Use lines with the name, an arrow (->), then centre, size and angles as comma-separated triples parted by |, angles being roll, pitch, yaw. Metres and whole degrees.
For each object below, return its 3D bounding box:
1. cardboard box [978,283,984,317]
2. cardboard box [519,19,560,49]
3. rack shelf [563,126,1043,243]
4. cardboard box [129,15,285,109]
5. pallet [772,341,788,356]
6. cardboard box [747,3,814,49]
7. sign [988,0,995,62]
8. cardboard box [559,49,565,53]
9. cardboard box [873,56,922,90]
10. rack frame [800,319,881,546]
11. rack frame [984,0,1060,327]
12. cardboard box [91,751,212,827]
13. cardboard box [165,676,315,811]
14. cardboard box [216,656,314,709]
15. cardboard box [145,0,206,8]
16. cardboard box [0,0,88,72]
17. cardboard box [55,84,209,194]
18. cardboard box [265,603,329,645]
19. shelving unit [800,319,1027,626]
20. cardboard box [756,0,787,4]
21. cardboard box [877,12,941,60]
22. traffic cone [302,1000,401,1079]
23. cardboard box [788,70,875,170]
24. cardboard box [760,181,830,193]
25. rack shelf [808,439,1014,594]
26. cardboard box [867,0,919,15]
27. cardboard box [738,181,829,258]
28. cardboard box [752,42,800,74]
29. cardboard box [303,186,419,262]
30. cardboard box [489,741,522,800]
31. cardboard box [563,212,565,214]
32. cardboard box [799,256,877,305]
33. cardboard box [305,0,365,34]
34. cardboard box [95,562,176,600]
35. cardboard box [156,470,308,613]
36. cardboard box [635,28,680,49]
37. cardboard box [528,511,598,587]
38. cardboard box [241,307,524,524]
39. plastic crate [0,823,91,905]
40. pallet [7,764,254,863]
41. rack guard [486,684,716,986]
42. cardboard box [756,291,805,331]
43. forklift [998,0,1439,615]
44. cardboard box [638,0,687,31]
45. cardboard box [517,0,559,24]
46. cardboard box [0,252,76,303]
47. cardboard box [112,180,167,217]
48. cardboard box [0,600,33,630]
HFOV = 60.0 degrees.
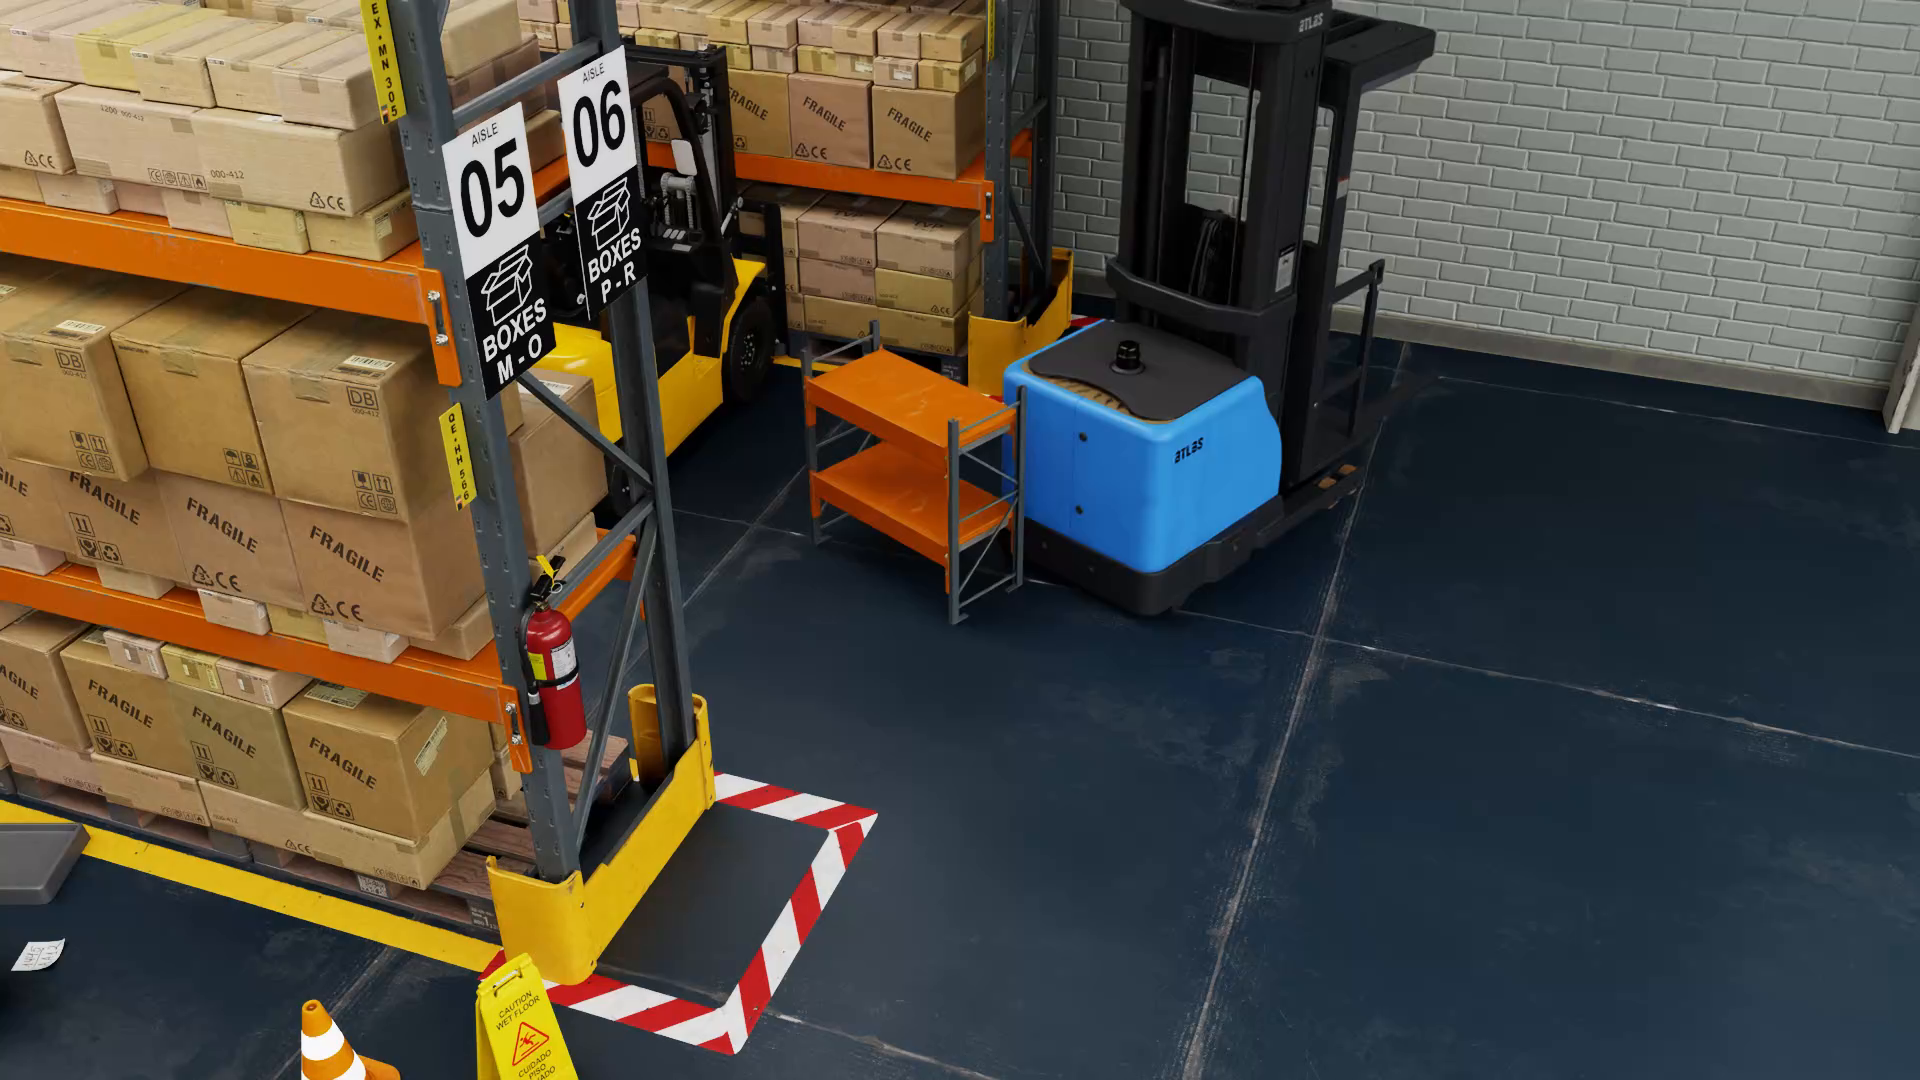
cardboard box -> -0.030, -1.655, 10.696 | 0.500, 0.250, 0.500 | 11, 34, 17
cardboard box -> -2.482, -3.135, 10.150 | 0.250, 0.149, 0.380 | 12, 35, 18
rack shelf -> -1.517, -2.508, 10.532 | 4.000, 0.370, 1.077 | 11, 34, 16
cardboard box -> -2.199, -1.414, 4.906 | 0.250, 0.149, 0.380 | 11, 34, 16
pallet -> -1.512, -1.616, 11.057 | 1.213, 0.211, 1.003 | 11, 34, 16
cardboard box -> -1.032, -2.980, 9.635 | 0.250, 0.149, 0.380 | 12, 35, 18
sign -> 0.170, -2.756, 8.967 | 0.005, 0.325, 0.100 | 11, 34, 16
cardboard box -> -2.097, -2.825, 10.268 | 0.500, 0.500, 0.500 | 11, 34, 16
cardboard box -> -0.305, -2.711, 9.493 | 0.250, 0.149, 0.380 | 12, 35, 17
rack frame -> -0.593, -0.545, 8.557 | 0.032, 1.125, 0.500 | 28, 42, 36
rack frame -> 0.366, -2.444, 9.770 | 0.127, 3.000, 1.000 | 11, 34, 16
cardboard box -> -3.136, 0.867, 6.789 | 0.500, 0.250, 0.500 | 10, 34, 15
cardboard box -> -2.639, 0.647, 6.438 | 0.500, 0.500, 0.500 | 12, 35, 18
cardboard box -> -2.515, 0.436, 6.168 | 0.250, 0.149, 0.380 | 12, 35, 18
cardboard box -> -2.504, -1.763, 5.447 | 0.250, 0.149, 0.380 | 11, 34, 16
cardboard box -> -2.886, -1.596, 5.188 | 0.250, 0.149, 0.380 | 10, 34, 15
cardboard box -> -2.346, -1.287, 5.076 | 0.500, 0.250, 0.500 | 11, 34, 16
cardboard box -> -2.239, 0.190, 5.922 | 0.250, 0.149, 0.380 | 10, 34, 16
shelving unit -> -0.232, -0.351, 8.257 | 1.048, 1.125, 0.538 | 28, 42, 36
cardboard box -> -1.064, -3.347, 10.204 | 0.250, 0.149, 0.380 | 10, 34, 15
cardboard box -> -0.285, -2.871, 9.467 | 0.250, 0.149, 0.380 | 11, 34, 17
traffic cone -> -2.145, 1.737, 5.633 | 0.334, 0.463, 0.336 | 11, 34, 16
cardboard box -> -0.671, -2.542, 9.829 | 0.500, 0.500, 0.500 | 12, 35, 18
cardboard box -> -0.961, -2.257, 10.706 | 0.500, 0.250, 0.500 | 11, 34, 16
rack shelf -> -0.232, -0.146, 8.389 | 1.000, 0.278, 0.538 | 28, 42, 36
cardboard box -> -0.366, -3.160, 9.915 | 0.250, 0.149, 0.380 | 12, 35, 17
cardboard box -> -1.134, -1.988, 10.290 | 0.500, 0.250, 0.500 | 11, 35, 17
cardboard box -> -1.026, -2.865, 9.732 | 0.250, 0.149, 0.380 | 10, 34, 15
cardboard box -> -1.735, -0.986, 4.978 | 0.250, 0.149, 0.380 | 11, 34, 17
cardboard box -> -1.971, 0.781, 6.923 | 0.500, 0.250, 0.500 | 11, 34, 16
cardboard box -> -2.572, -2.270, 10.727 | 0.500, 0.250, 0.500 | 11, 34, 17
cardboard box -> -0.666, -1.702, 10.308 | 0.500, 0.250, 0.500 | 11, 34, 16
cardboard box -> -1.813, -1.606, 5.203 | 0.250, 0.149, 0.380 | 11, 34, 16
cardboard box -> -2.957, 0.039, 6.156 | 0.250, 0.149, 0.380 | 11, 34, 16
cardboard box -> -2.379, -0.129, 5.817 | 0.500, 0.500, 0.500 | 11, 34, 17
cardboard box -> -1.739, -3.005, 9.949 | 0.250, 0.149, 0.380 | 10, 34, 15
cardboard box -> -1.555, 0.029, 6.172 | 0.250, 0.149, 0.380 | 11, 34, 17
cardboard box -> -1.859, -0.478, 5.437 | 0.500, 0.500, 0.700 | 10, 34, 15
plastic crate -> -3.869, 1.292, 6.676 | 0.583, 0.080, 0.402 | 0, 33, 0
pallet -> -3.274, 0.858, 7.227 | 1.213, 0.211, 1.003 | 11, 34, 16
rack guard -> -1.376, 1.127, 6.543 | 0.348, 0.500, 1.175 | 11, 34, 16
cardboard box -> -1.116, -1.582, 10.583 | 0.500, 0.250, 0.500 | 11, 35, 17
forklift -> 1.572, -1.573, 8.485 | 1.130, 2.935, 3.031 | 27, 42, 35
cardboard box -> -1.719, -3.174, 9.936 | 0.250, 0.149, 0.380 | 11, 34, 17
cardboard box -> -2.472, -3.263, 10.073 | 0.250, 0.149, 0.380 | 12, 35, 18
cardboard box -> -3.271, -0.778, 5.901 | 0.500, 0.500, 0.700 | 11, 34, 16
cardboard box -> -2.435, -1.161, 5.249 | 0.250, 0.149, 0.380 | 11, 35, 17
cardboard box -> -3.770, 0.190, 6.548 | 0.250, 0.149, 0.380 | 13, 35, 19
